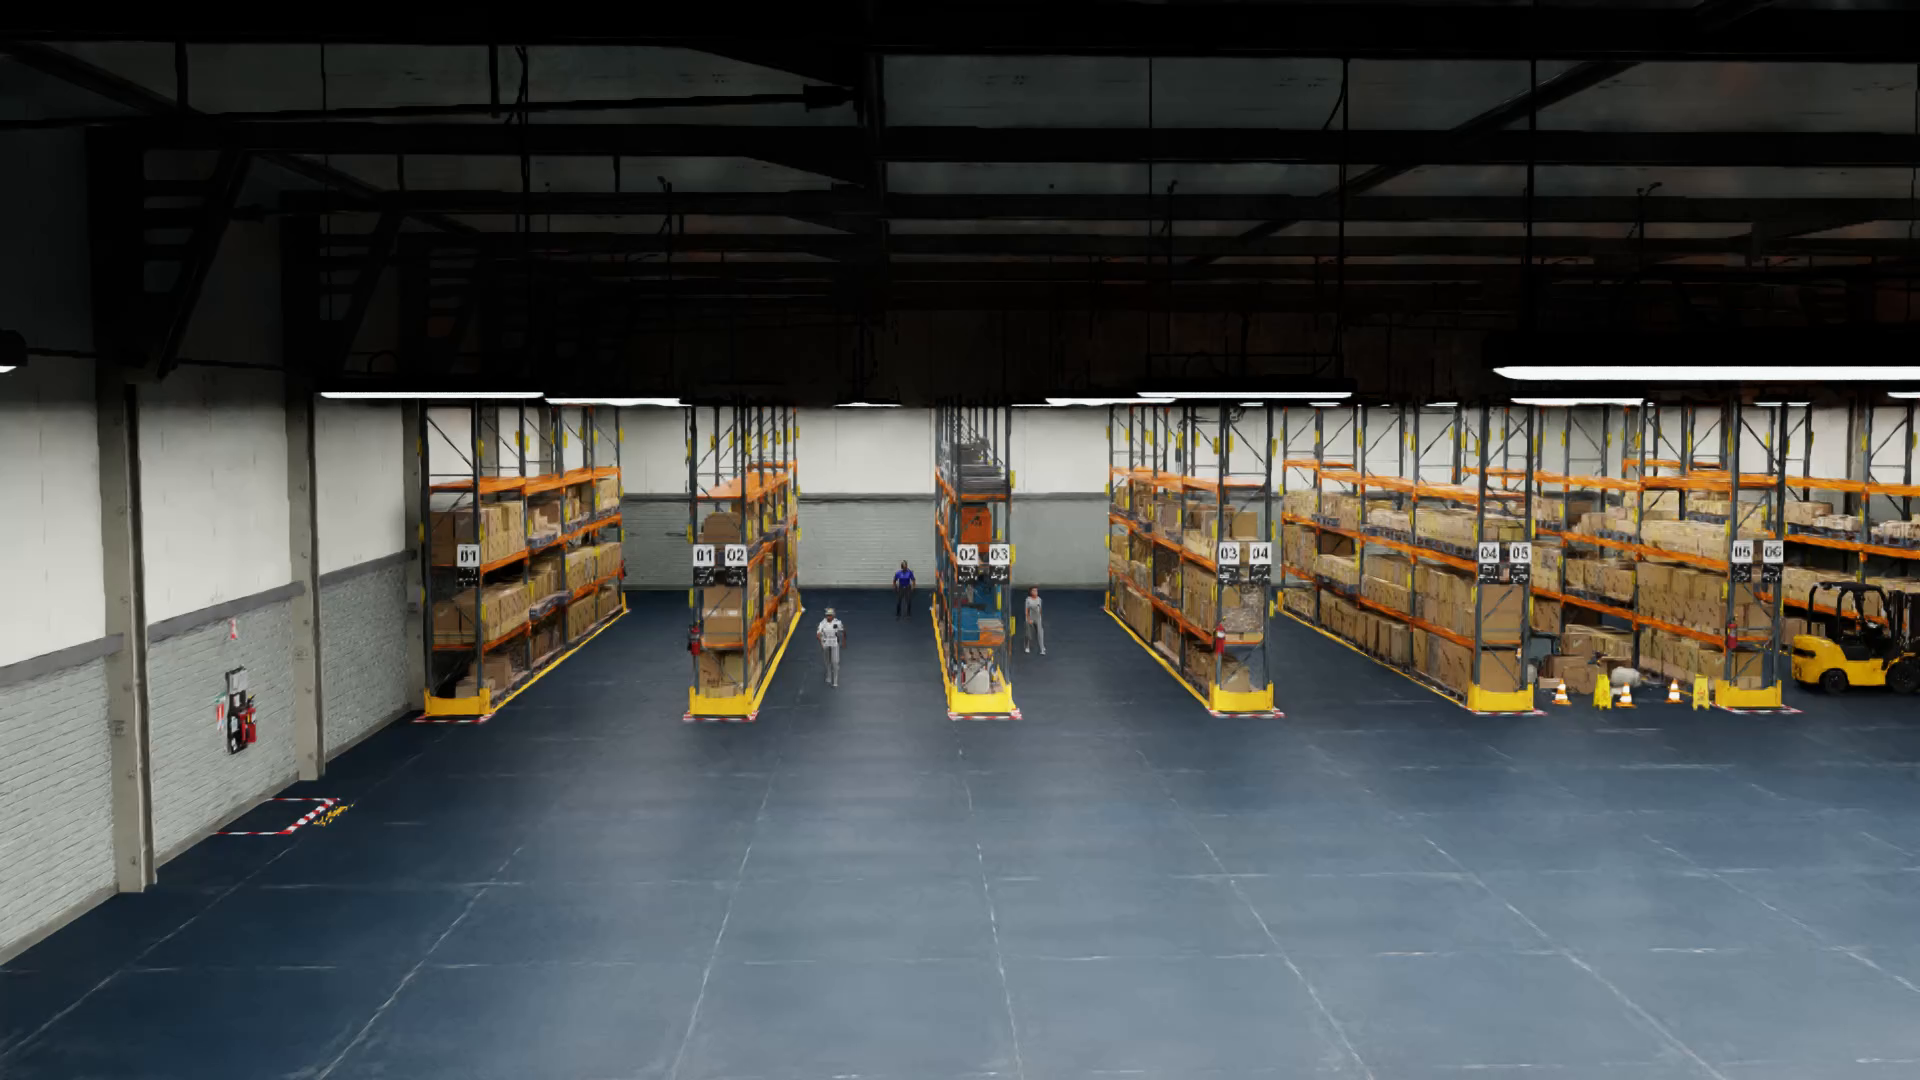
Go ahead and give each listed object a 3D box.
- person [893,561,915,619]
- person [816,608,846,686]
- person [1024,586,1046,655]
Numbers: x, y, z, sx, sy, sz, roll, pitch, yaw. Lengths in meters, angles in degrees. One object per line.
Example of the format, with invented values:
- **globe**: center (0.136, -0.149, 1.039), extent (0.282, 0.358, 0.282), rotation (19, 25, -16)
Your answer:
- **person**: center (-1.527, 1.363, 45.431), extent (0.579, 1.589, 0.509), rotation (0, 5, -4)
- **person**: center (-2.691, 2.190, 34.637), extent (0.603, 1.620, 0.831), rotation (0, 5, 3)
- **person**: center (1.711, 1.858, 38.753), extent (0.444, 1.604, 1.018), rotation (-1, 5, -11)
